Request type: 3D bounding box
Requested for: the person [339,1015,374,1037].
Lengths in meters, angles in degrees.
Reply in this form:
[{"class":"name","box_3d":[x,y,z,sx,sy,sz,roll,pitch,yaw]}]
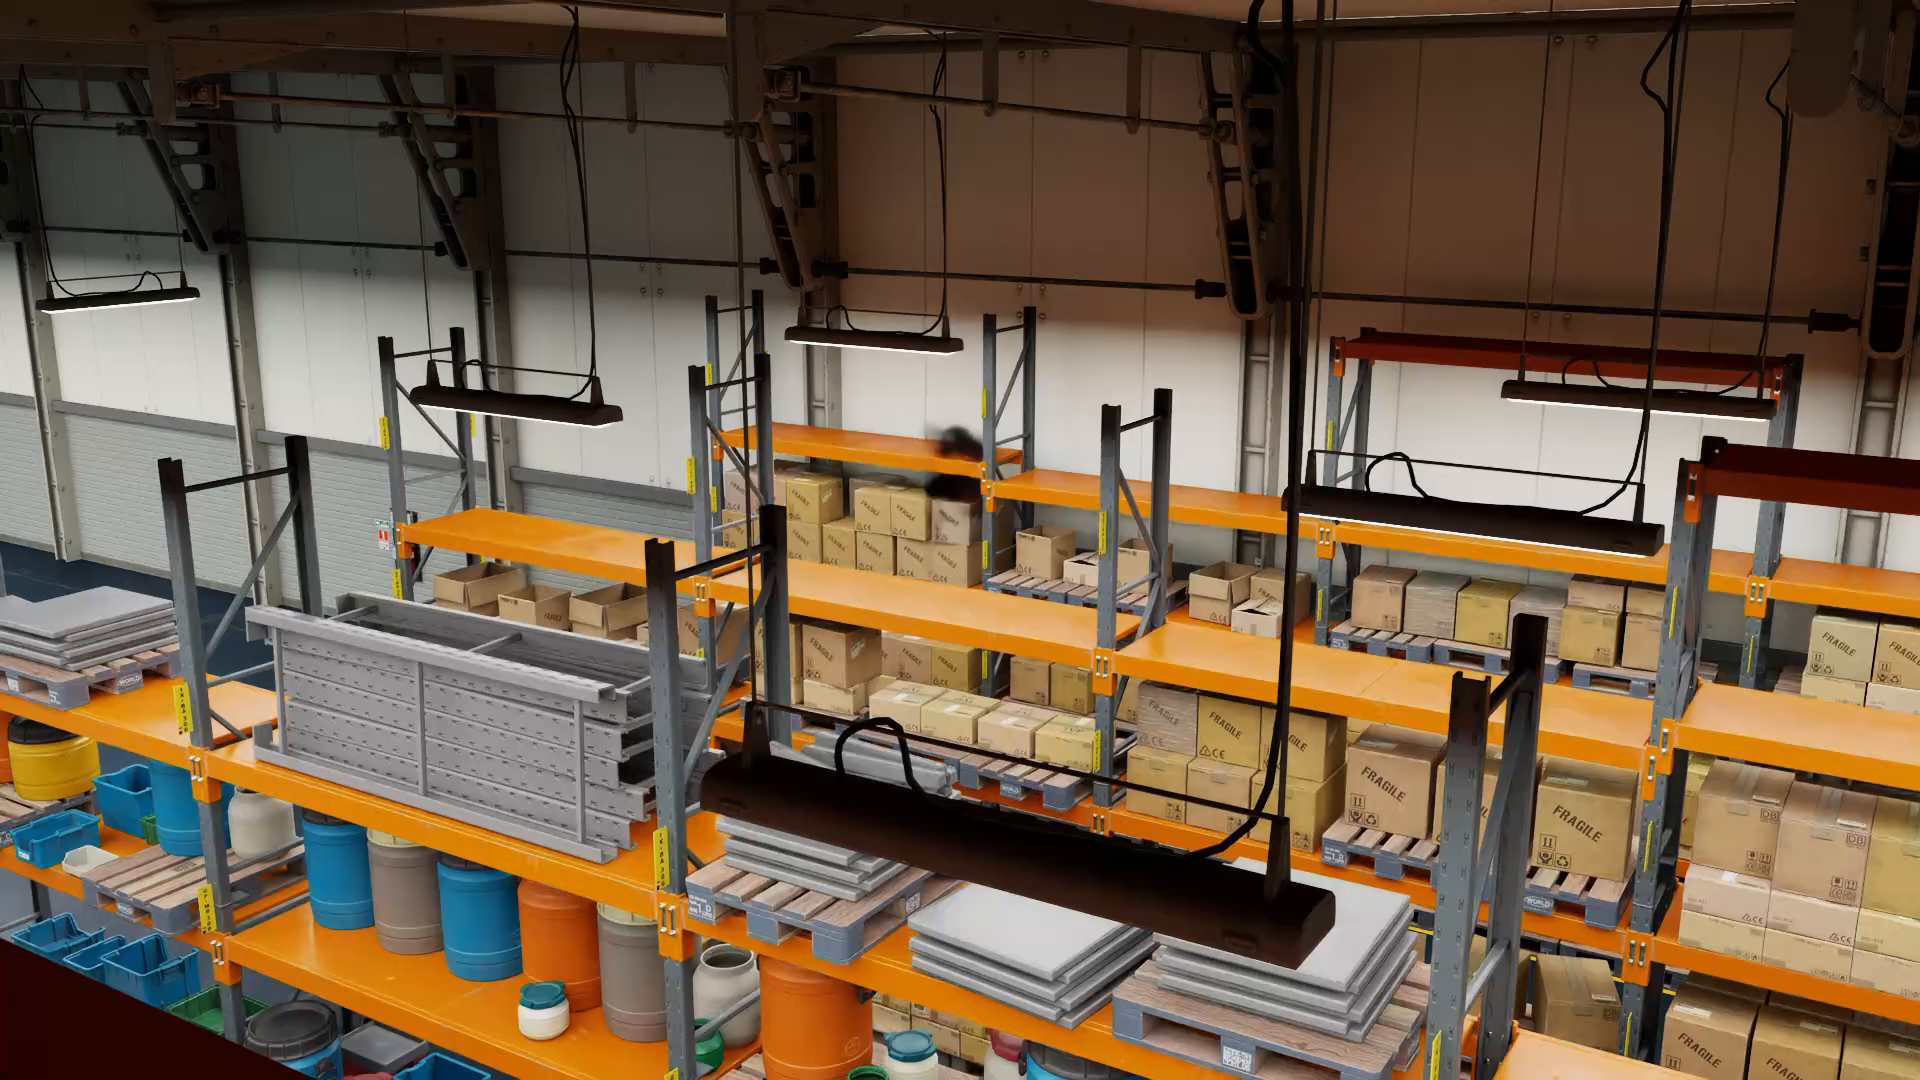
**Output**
[{"class":"person","box_3d":[-4.996,3.957,14.011,0.567,1.548,0.535,9,17,33]}]
